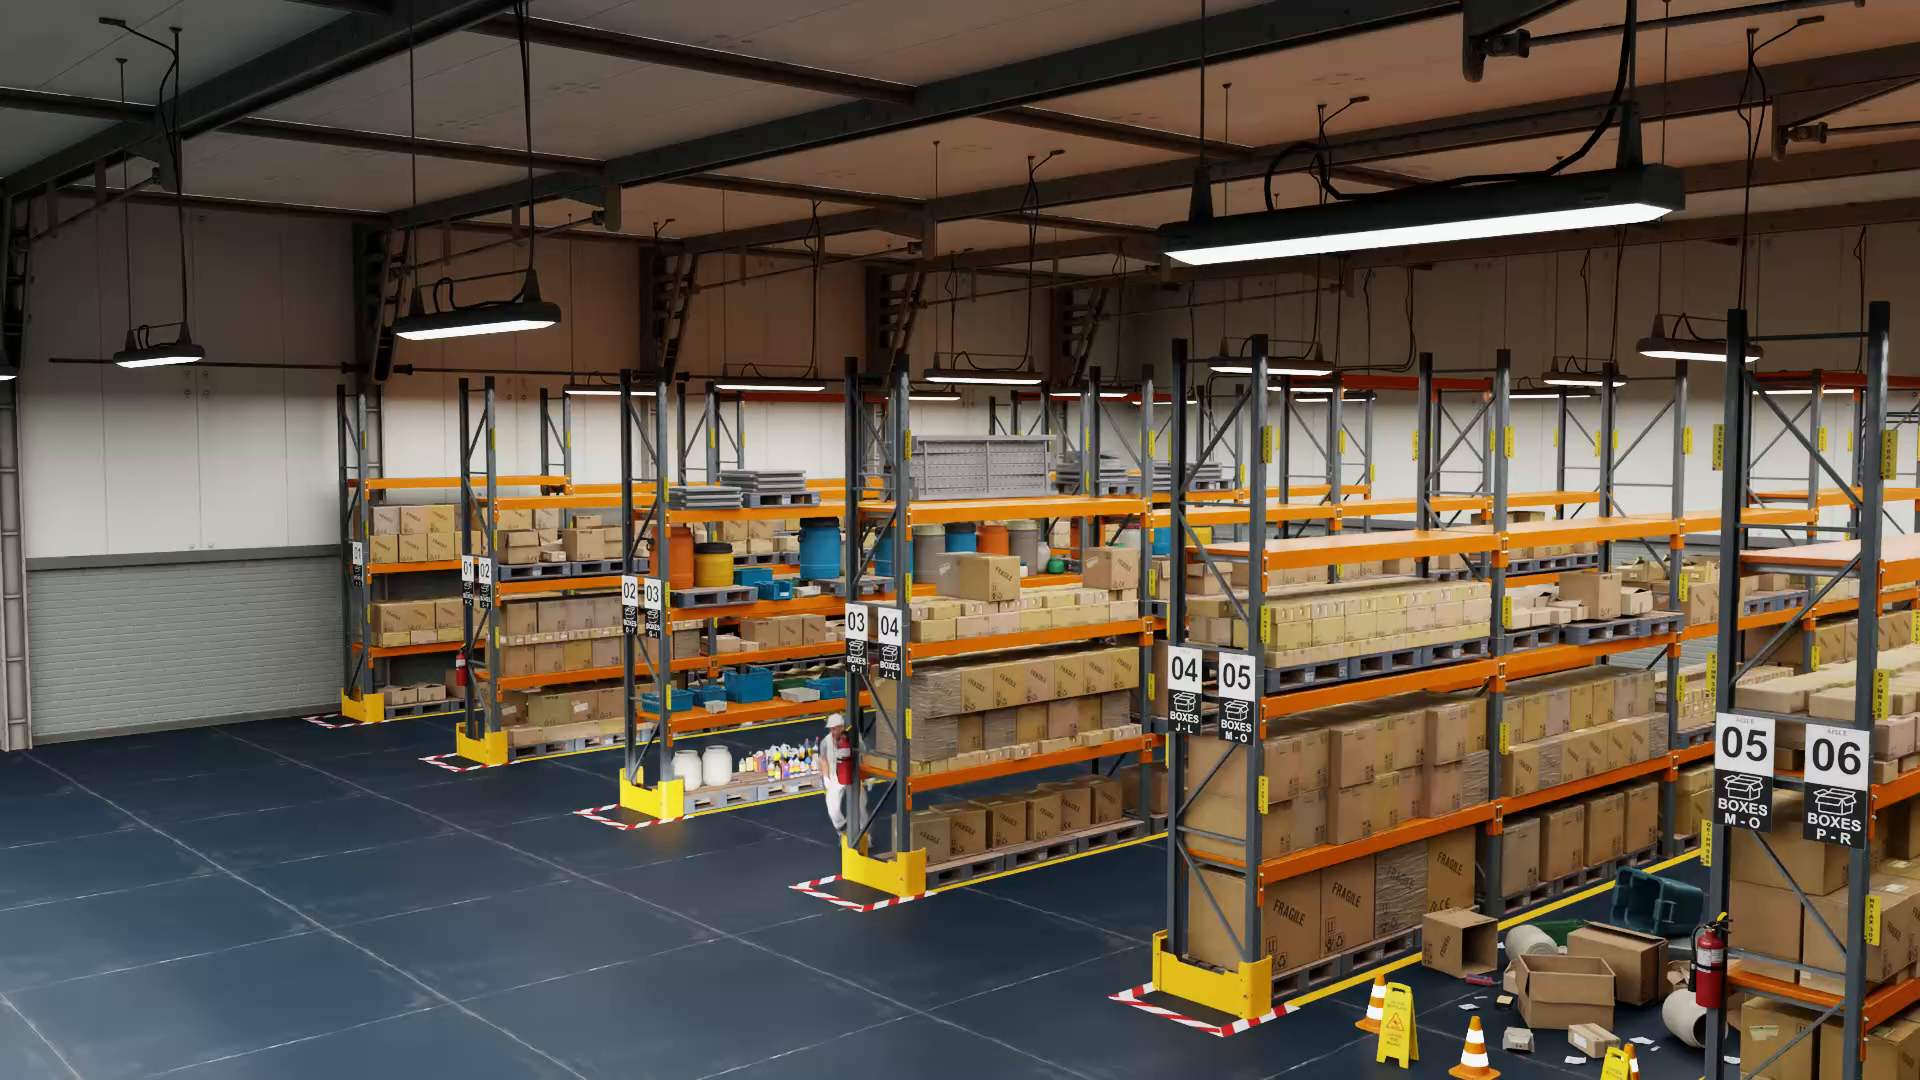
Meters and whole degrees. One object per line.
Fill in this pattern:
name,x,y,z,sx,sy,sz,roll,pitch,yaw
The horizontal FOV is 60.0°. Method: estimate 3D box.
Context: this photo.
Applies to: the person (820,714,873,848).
person,-1.391,2.971,20.512,0.681,1.711,0.611,1,4,8
